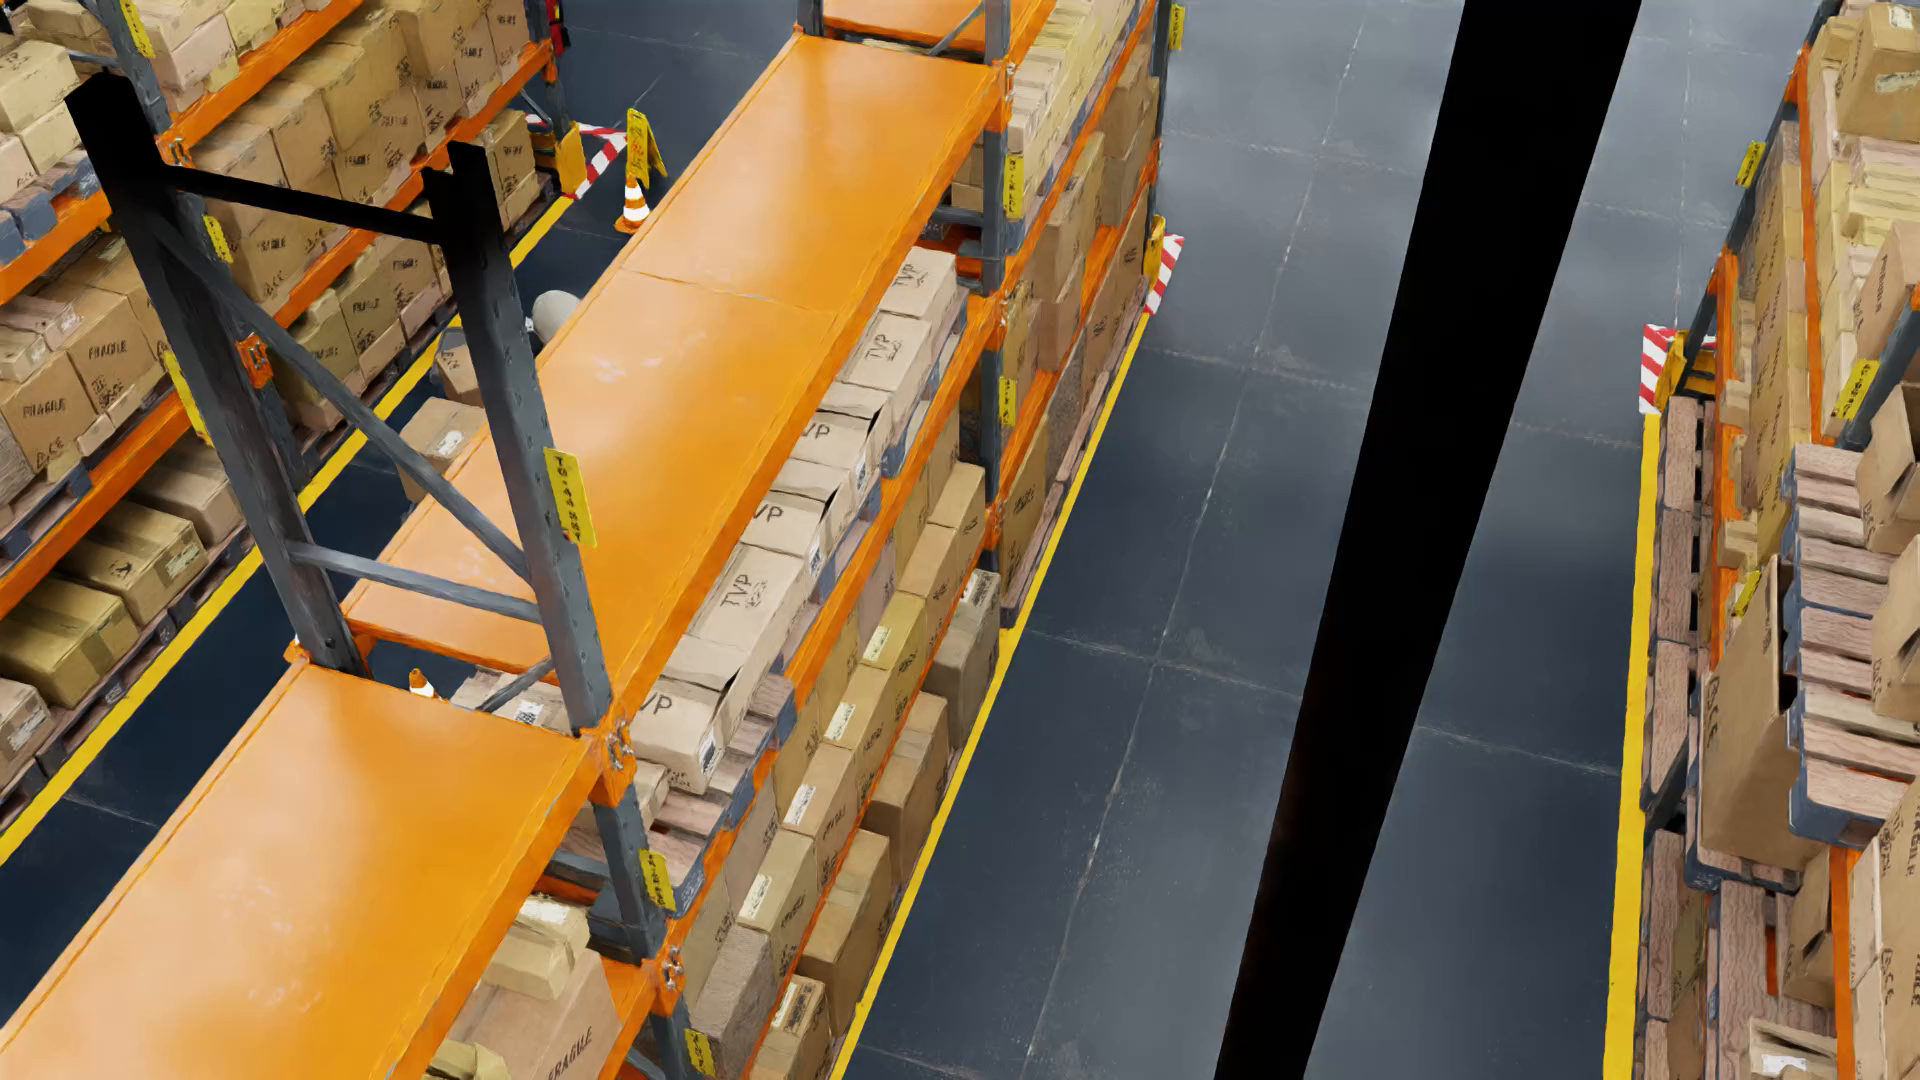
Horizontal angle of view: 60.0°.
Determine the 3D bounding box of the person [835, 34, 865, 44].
[{"bbox_3d":[-0.780,-4.406,14.236,0.569,1.707,1.032,7,46,6],"label":"person"}]
